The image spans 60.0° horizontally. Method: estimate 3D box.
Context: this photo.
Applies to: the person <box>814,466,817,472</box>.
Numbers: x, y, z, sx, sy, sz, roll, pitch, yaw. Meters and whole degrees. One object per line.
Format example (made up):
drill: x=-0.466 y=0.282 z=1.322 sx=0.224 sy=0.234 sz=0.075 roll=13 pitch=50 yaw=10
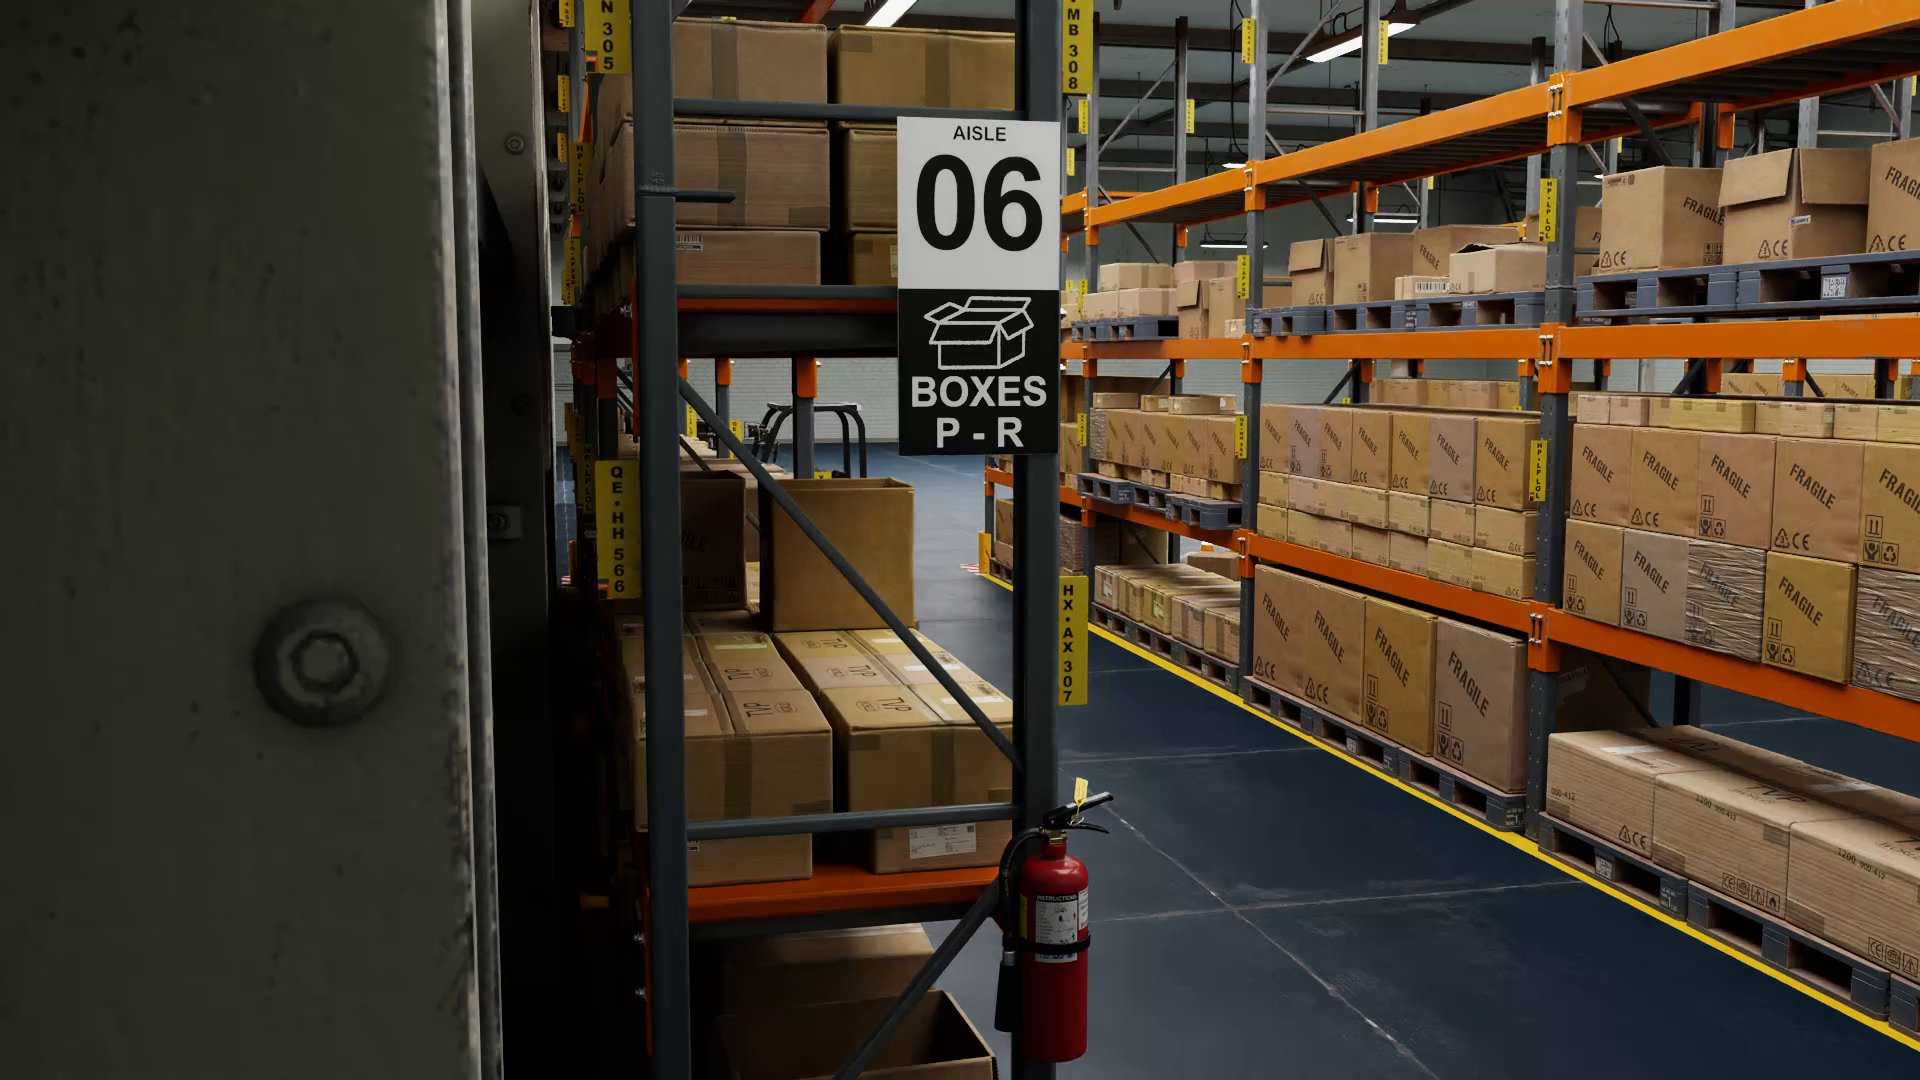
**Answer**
person: x=-1.556 y=0.104 z=15.635 sx=0.733 sy=1.661 sz=0.448 roll=-1 pitch=6 yaw=-13
